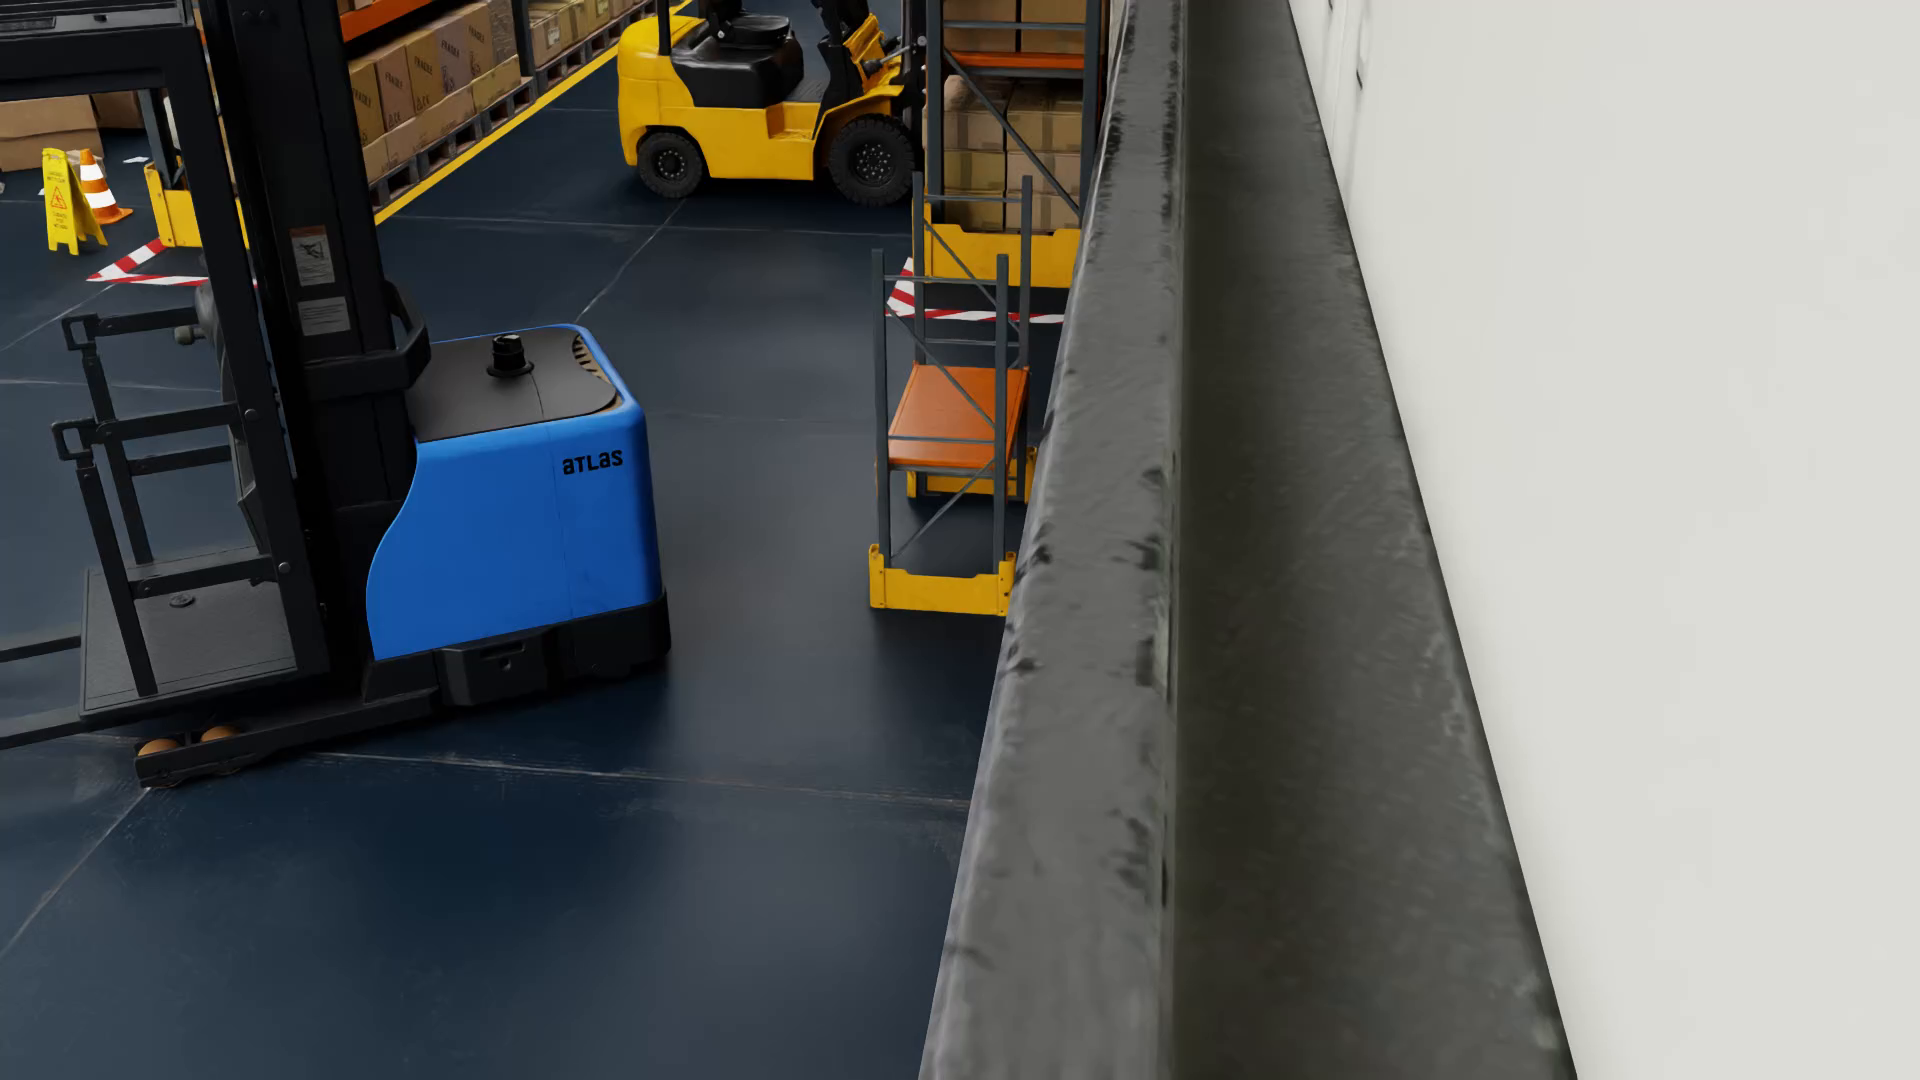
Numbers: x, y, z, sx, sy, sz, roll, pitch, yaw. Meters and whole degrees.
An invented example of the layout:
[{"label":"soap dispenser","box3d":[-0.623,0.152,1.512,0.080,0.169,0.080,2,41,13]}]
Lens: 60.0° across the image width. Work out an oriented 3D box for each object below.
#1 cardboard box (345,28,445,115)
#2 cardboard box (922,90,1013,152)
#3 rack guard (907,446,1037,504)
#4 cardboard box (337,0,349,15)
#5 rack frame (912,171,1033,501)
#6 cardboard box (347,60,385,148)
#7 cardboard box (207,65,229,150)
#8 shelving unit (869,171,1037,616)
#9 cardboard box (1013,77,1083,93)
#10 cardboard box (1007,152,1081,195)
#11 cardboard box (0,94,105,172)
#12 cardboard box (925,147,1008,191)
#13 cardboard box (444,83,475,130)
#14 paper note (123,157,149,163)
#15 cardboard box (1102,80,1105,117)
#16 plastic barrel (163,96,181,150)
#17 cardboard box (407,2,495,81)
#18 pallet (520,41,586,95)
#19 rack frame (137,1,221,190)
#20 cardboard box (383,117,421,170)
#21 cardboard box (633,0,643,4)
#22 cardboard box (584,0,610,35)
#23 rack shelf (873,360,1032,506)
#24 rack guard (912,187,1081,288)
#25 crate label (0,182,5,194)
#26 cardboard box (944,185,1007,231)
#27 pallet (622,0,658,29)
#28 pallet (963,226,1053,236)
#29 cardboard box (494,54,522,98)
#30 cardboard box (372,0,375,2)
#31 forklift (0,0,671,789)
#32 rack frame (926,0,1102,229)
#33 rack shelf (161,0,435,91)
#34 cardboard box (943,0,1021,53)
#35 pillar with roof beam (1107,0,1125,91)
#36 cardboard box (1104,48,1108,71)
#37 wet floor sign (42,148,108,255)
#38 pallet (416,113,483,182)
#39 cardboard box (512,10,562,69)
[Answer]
[{"label":"cardboard box","box3d":[-4.114,-3.403,12.070,0.500,0.500,0.500,4,29,7]},{"label":"cardboard box","box3d":[0.055,-2.605,10.324,0.500,0.250,0.500,4,29,8]},{"label":"rack guard","box3d":[0.052,-0.309,7.559,0.587,0.250,0.087,3,28,6]},{"label":"cardboard box","box3d":[-4.242,-3.519,10.884,0.380,0.149,0.250,2,28,5]},{"label":"rack frame","box3d":[0.052,-0.859,7.264,0.500,1.500,0.032,3,28,6]},{"label":"cardboard box","box3d":[-4.243,-2.921,11.175,0.500,0.500,0.500,2,28,4]},{"label":"cardboard box","box3d":[-4.779,-2.939,11.208,0.500,0.500,0.500,4,29,7]},{"label":"shelving unit","box3d":[-0.009,-0.624,6.828,0.587,1.500,1.083,3,28,6]},{"label":"cardboard box","box3d":[0.612,-2.820,10.725,0.500,0.250,0.500,3,28,6]},{"label":"cardboard box","box3d":[0.572,-2.359,10.395,0.500,0.250,0.500,4,29,7]},{"label":"cardboard box","box3d":[-6.916,-3.117,12.505,0.797,0.503,0.637,-17,33,-29]},{"label":"cardboard box","box3d":[0.057,-2.397,10.466,0.500,0.250,0.500,3,28,6]},{"label":"cardboard box","box3d":[-4.056,-3.315,12.697,0.500,0.250,0.500,4,29,7]},{"label":"paper note","box3d":[-6.225,-2.882,12.579,0.148,0.019,0.142,14,31,24]},{"label":"cardboard box","box3d":[0.755,-3.075,11.724,0.500,0.250,0.500,3,28,6]},{"label":"plastic barrel","box3d":[-5.868,-3.168,12.684,0.421,0.421,0.512,-24,36,-37]},{"label":"cardboard box","box3d":[-3.995,-3.896,12.984,0.500,0.500,0.500,4,29,7]},{"label":"pallet","box3d":[-4.035,-4.264,14.942,1.003,0.211,1.213,3,28,6]},{"label":"rack frame","box3d":[-4.619,-3.242,10.105,1.000,3.000,0.127,3,28,6]},{"label":"cardboard box","box3d":[-4.175,-2.820,11.778,0.500,0.250,0.500,4,29,8]},{"label":"cardboard box","box3d":[-3.718,-5.770,17.126,0.950,0.372,0.625,1,28,3]},{"label":"cardboard box","box3d":[-3.899,-5.066,15.818,0.950,0.372,0.625,4,29,8]},{"label":"rack shelf","box3d":[-0.010,-0.462,6.905,0.538,0.185,1.000,3,28,6]},{"label":"rack guard","box3d":[0.305,-1.843,10.145,1.175,0.500,0.348,3,28,6]},{"label":"crate label","box3d":[-6.955,-2.537,11.815,0.250,0.136,0.298,-11,30,-20]},{"label":"cardboard box","box3d":[0.052,-2.169,10.570,0.500,0.250,0.500,4,29,7]},{"label":"pallet","box3d":[-3.736,-5.412,17.074,1.003,0.211,1.213,3,28,6]},{"label":"pallet","box3d":[0.360,-2.090,10.907,1.003,0.211,1.213,3,28,6]},{"label":"cardboard box","box3d":[-3.934,-3.805,13.607,0.500,0.250,0.500,5,29,9]},{"label":"cardboard box","box3d":[-4.167,-3.760,11.331,0.380,0.149,0.250,4,29,8]},{"label":"forklift","box3d":[-2.664,-0.727,5.510,3.031,2.935,1.130,-12,31,-21]},{"label":"rack frame","box3d":[0.308,-2.955,9.573,1.000,3.000,0.127,3,28,6]},{"label":"rack shelf","box3d":[-4.374,-3.867,12.023,1.077,0.370,4.000,3,28,6]},{"label":"cardboard box","box3d":[0.108,-3.246,10.007,0.500,0.500,0.500,3,28,5]},{"label":"pillar with roof beam","box3d":[-3.720,-3.298,3.883,9.100,9.000,0.400,3,28,6]},{"label":"cardboard box","box3d":[0.807,-3.533,12.047,0.500,0.250,0.500,4,29,7]},{"label":"wet floor sign","box3d":[-5.704,-2.178,10.613,0.267,0.644,0.232,14,31,24]},{"label":"pallet","box3d":[-4.323,-3.003,12.602,1.003,0.211,1.213,3,28,6]},{"label":"cardboard box","box3d":[-4.067,-4.400,14.582,0.950,0.372,0.625,4,29,7]}]
